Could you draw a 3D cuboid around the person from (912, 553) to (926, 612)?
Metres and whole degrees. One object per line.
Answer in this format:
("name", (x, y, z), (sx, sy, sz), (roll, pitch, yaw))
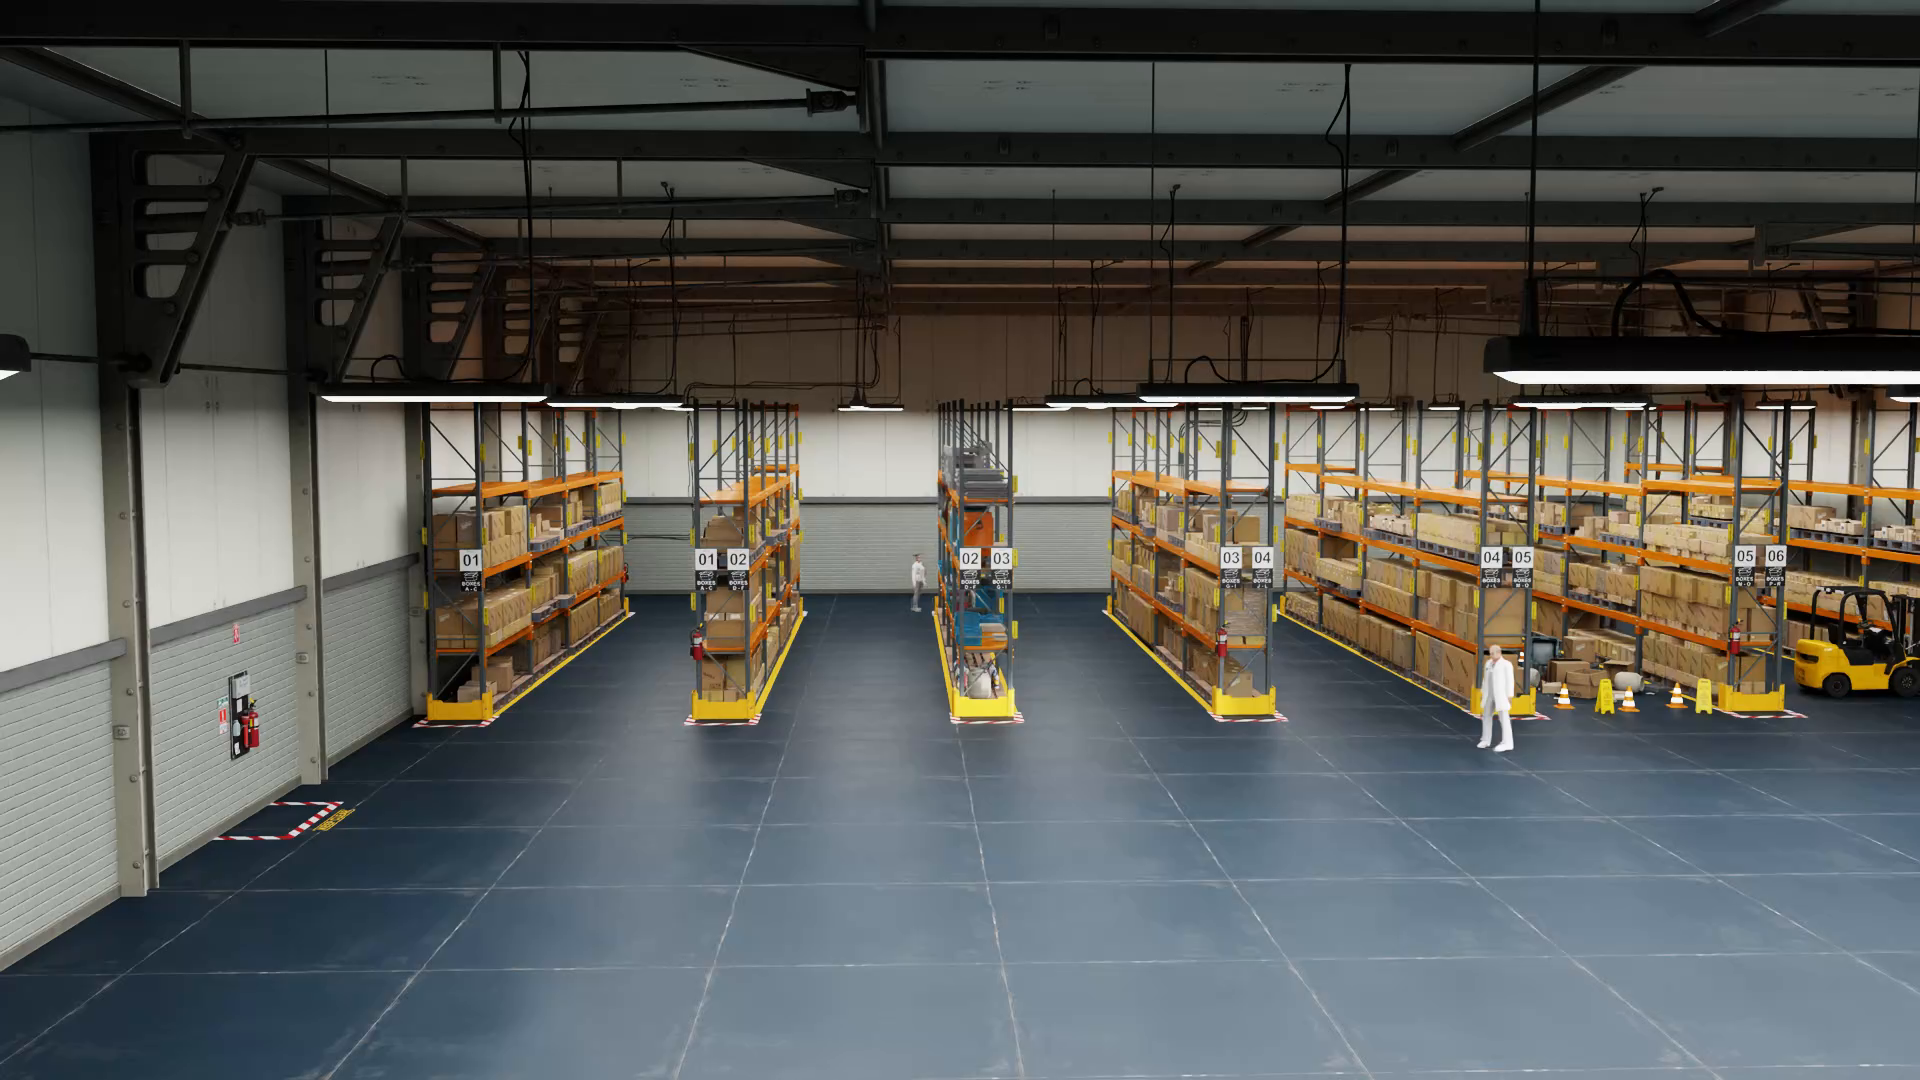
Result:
("person", (-1.206, 1.225, 48.293), (0.380, 1.695, 0.530), (2, 5, 23))

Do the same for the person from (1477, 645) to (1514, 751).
("person", (9.102, 2.673, 28.374), (0.455, 1.774, 0.632), (-3, 5, -37))

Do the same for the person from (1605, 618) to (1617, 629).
("person", (17.342, 1.563, 44.171), (0.422, 1.705, 0.532), (2, 5, 22))
